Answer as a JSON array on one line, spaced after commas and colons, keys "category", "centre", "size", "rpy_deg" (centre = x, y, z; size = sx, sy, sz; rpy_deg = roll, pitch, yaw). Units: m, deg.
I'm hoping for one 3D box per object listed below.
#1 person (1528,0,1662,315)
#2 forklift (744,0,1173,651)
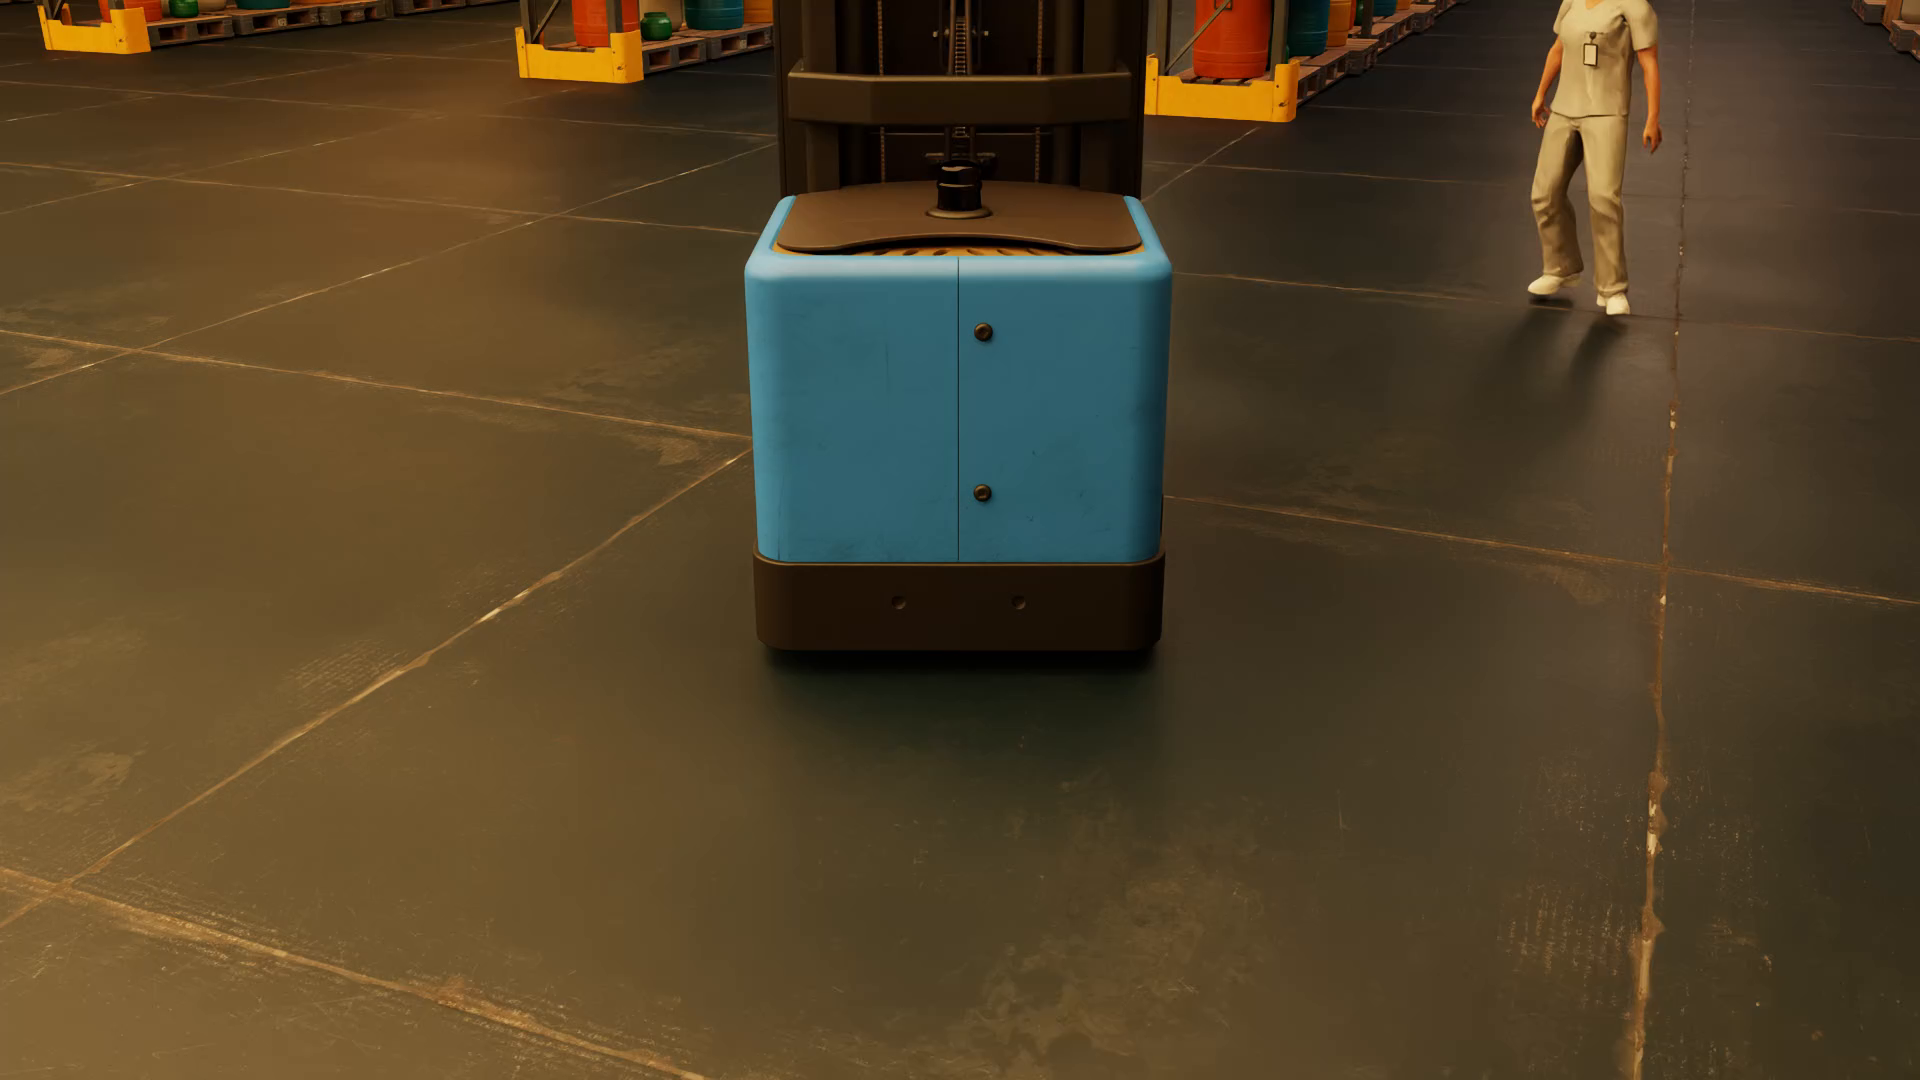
[{"category": "person", "centre": [2.828, -1.870, 7.365], "size": [0.392, 1.638, 0.788], "rpy_deg": [-14, 26, -30]}, {"category": "forklift", "centre": [0.002, -1.587, 5.089], "size": [1.130, 2.935, 3.031], "rpy_deg": [0, 23, 0]}]
